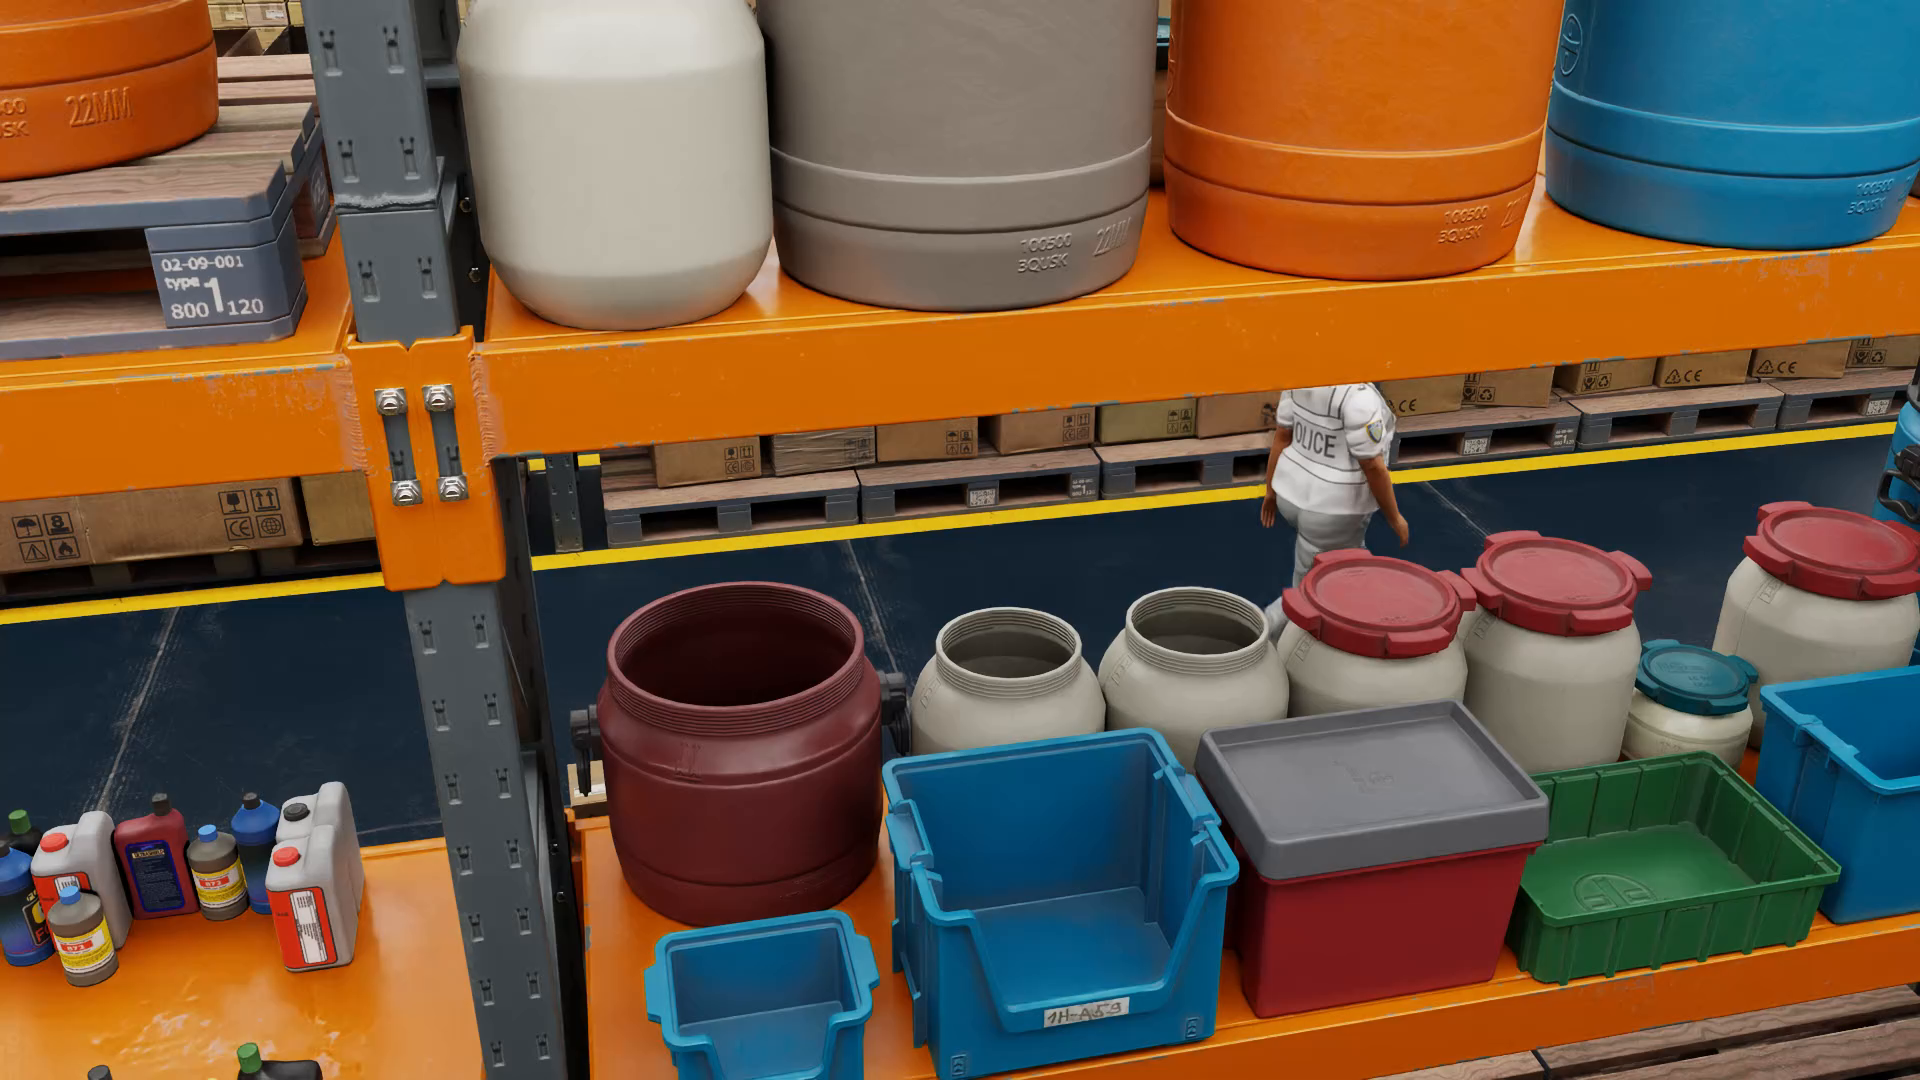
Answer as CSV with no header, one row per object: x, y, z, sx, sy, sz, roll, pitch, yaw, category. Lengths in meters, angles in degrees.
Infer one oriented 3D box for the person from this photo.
1.435,-0.150,6.406,0.992,1.614,0.511,-10,29,-20,person
